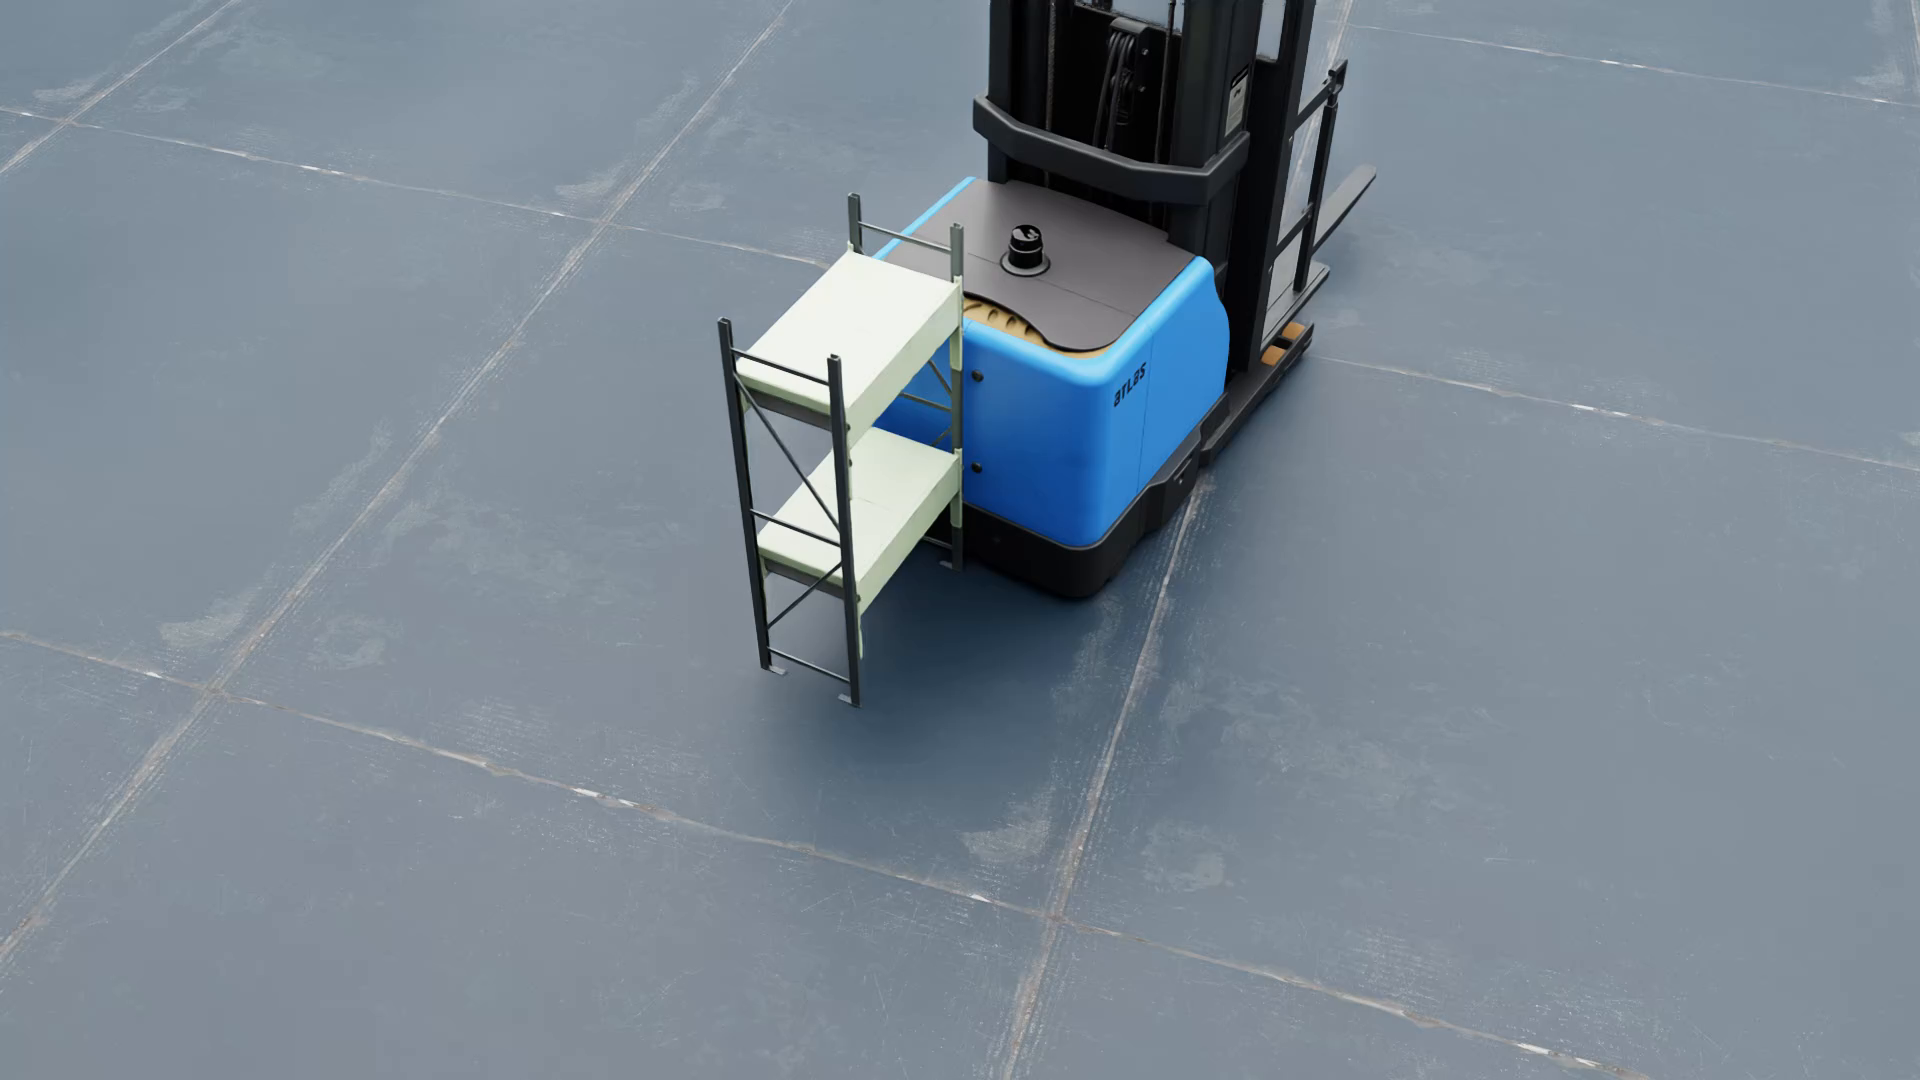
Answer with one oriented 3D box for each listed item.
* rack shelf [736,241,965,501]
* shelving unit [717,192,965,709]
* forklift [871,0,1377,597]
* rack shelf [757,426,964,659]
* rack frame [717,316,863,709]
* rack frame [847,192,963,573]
[{"bbox_3d":[-0.342,-0.538,5.170,0.431,0.370,0.720,20,48,19],"label":"rack shelf"},{"bbox_3d":[-0.342,-0.259,5.443,0.431,1.500,0.755,20,48,19],"label":"shelving unit"},{"bbox_3d":[0.828,-1.850,6.045,1.130,2.935,3.031,24,49,23],"label":"forklift"},{"bbox_3d":[-0.342,-0.026,5.671,0.431,0.370,0.720,20,48,19],"label":"rack shelf"},{"bbox_3d":[-0.512,-0.033,5.211,0.400,1.500,0.023,20,48,19],"label":"rack frame"},{"bbox_3d":[-0.171,-0.486,5.674,0.400,1.500,0.023,20,48,19],"label":"rack frame"}]
